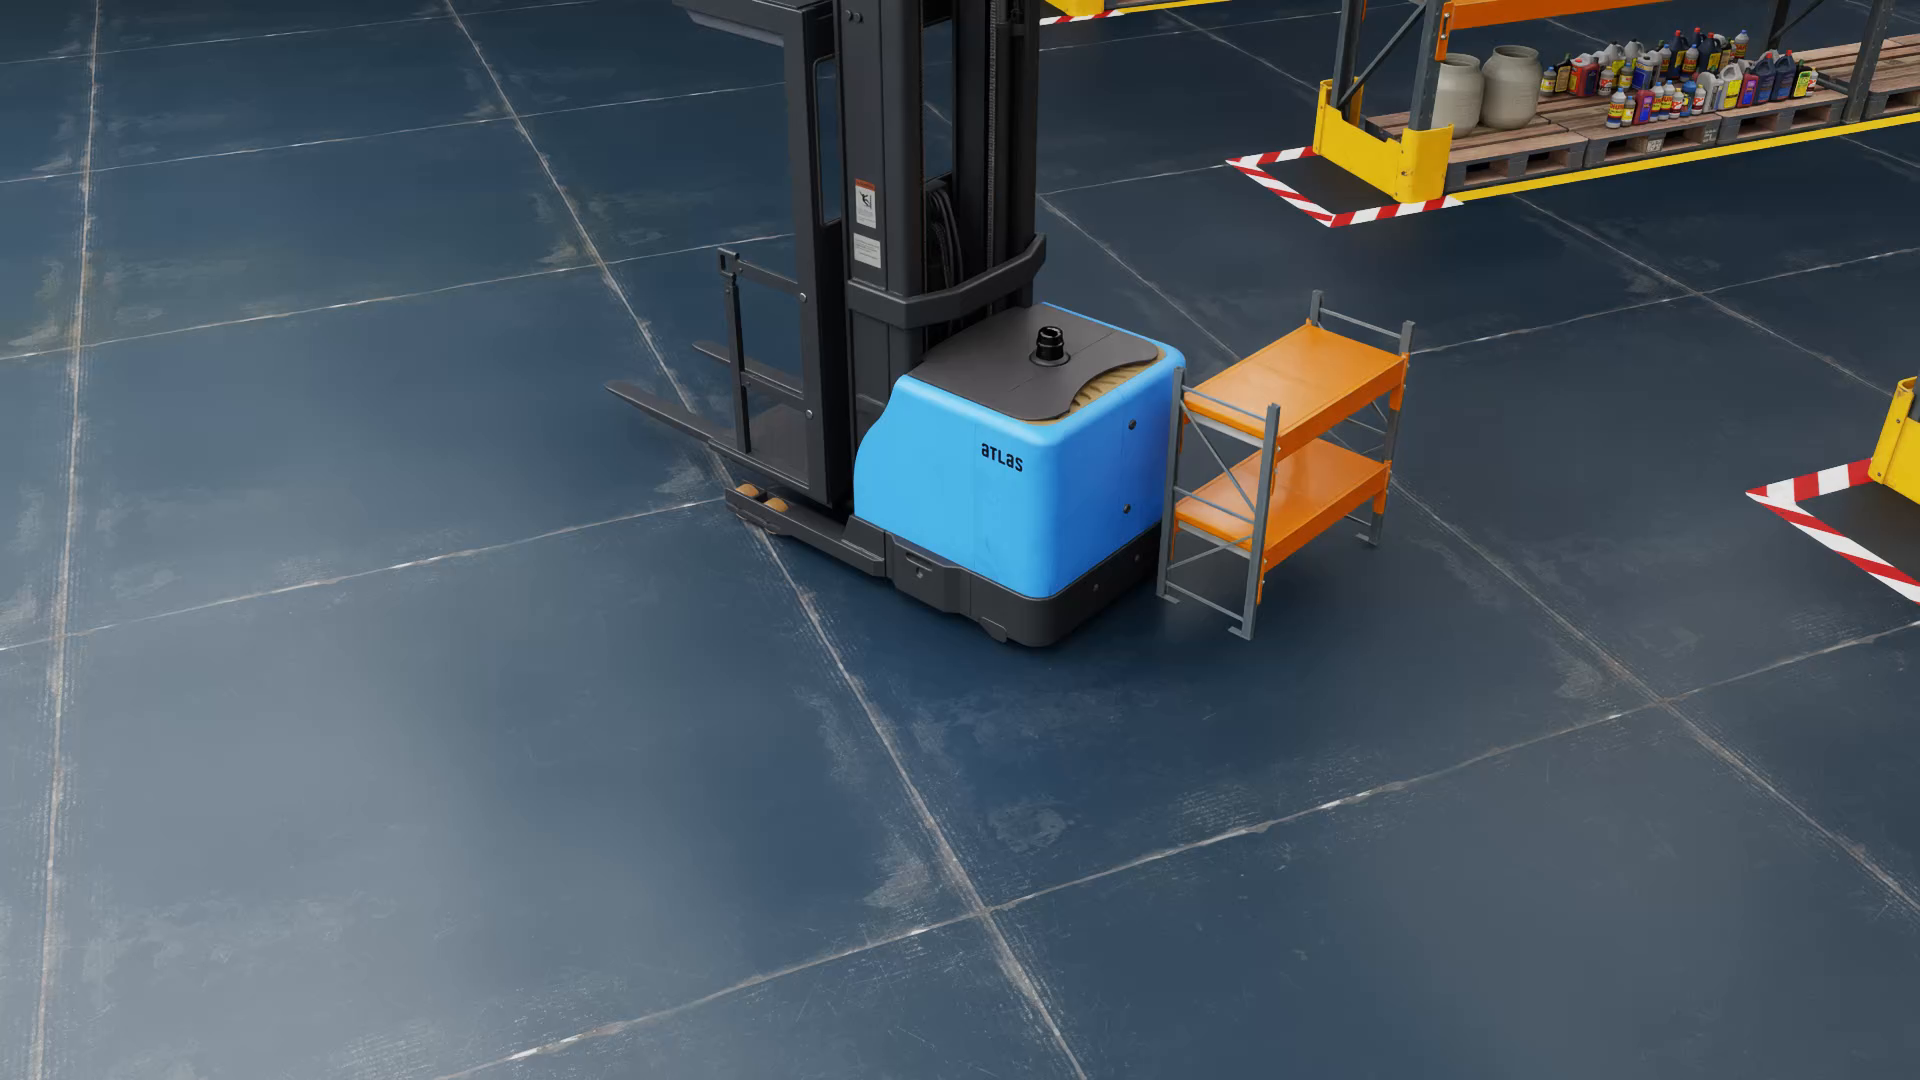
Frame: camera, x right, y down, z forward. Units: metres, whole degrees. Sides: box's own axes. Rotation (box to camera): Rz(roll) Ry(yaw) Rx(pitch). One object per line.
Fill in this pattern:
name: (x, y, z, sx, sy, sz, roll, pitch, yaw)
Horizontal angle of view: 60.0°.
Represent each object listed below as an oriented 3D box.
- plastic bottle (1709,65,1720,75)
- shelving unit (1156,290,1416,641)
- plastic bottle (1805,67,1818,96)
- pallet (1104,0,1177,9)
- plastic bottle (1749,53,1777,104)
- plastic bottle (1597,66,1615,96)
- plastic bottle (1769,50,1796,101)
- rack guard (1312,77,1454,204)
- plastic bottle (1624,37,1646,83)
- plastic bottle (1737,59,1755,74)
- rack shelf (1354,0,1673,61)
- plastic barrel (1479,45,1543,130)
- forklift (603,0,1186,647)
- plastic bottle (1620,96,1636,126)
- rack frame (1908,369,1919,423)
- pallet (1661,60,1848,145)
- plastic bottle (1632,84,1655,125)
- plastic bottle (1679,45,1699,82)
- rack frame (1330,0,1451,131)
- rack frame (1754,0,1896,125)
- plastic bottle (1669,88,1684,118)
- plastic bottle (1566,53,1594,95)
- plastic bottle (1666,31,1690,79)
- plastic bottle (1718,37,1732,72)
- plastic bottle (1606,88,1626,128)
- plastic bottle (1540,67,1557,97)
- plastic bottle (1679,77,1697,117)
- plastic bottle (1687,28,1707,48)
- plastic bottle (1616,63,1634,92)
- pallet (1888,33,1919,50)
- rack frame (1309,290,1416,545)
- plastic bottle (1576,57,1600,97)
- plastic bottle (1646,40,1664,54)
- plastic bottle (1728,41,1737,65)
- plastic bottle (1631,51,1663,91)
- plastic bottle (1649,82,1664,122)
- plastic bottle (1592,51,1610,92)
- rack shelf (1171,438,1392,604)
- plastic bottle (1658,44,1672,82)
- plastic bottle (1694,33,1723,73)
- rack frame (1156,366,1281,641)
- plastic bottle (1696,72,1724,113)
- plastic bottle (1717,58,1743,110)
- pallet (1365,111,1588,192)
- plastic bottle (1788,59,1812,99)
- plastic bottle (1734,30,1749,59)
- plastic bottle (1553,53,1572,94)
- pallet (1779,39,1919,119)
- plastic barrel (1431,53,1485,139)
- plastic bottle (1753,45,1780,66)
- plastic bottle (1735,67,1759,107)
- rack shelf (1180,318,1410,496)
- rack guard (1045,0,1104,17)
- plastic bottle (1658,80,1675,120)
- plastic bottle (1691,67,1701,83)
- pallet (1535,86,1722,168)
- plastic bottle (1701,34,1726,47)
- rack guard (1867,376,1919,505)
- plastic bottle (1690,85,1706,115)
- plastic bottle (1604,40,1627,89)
plastic bottle: (5.546, -3.358, 12.247, 0.133, 0.283, 0.061, -13, 35, -19)
shelving unit: (1.410, -0.343, 7.245, 0.538, 1.125, 1.048, 27, 42, 35)
plastic bottle: (6.353, -3.434, 12.439, 0.097, 0.201, 0.097, 0, 33, 0)
pallet: (1.653, -5.316, 15.727, 1.213, 0.211, 1.003, -13, 35, -19)
plastic bottle: (5.908, -3.408, 12.263, 0.185, 0.351, 0.144, -15, 36, -21)
plastic bottle: (4.839, -3.441, 12.450, 0.097, 0.201, 0.097, 0, 33, 0)
plastic bottle: (6.085, -3.449, 12.325, 0.185, 0.351, 0.144, -14, 36, -20)
rack guard: (2.931, -2.803, 11.599, 0.348, 0.500, 1.175, -13, 35, -19)
plastic bottle: (5.096, -3.638, 12.617, 0.185, 0.351, 0.144, -13, 35, -19)
plastic bottle: (5.827, -3.446, 12.390, 0.135, 0.276, 0.152, -13, 35, -19)
rack shelf: (4.723, -3.932, 11.702, 4.000, 0.370, 1.077, -13, 35, -19)
plastic barrel: (3.918, -3.227, 11.856, 0.421, 0.512, 0.421, 0, 33, 0)
forklift: (-0.478, -1.451, 7.293, 3.031, 2.935, 1.130, 25, 41, 33)
plastic bottle: (4.766, -3.070, 11.881, 0.097, 0.201, 0.097, 0, 33, 0)
rack frame: (4.796, -1.320, 7.029, 0.127, 3.000, 1.000, -13, 35, -19)
pallet: (5.931, -3.366, 12.729, 1.213, 0.211, 1.003, -13, 35, -19)
plastic bottle: (4.887, -3.121, 11.884, 0.133, 0.283, 0.061, -12, 35, -18)
plastic bottle: (5.575, -3.643, 12.697, 0.097, 0.271, 0.097, 0, 33, 0)
rack frame: (2.879, -3.811, 10.857, 0.127, 3.000, 1.000, -13, 35, -19)
rack frame: (6.567, -4.655, 12.155, 0.127, 3.000, 1.000, -13, 35, -19)
plastic bottle: (5.171, -3.163, 12.023, 0.097, 0.201, 0.097, 0, 33, 0)
plastic bottle: (4.645, -3.501, 12.475, 0.135, 0.276, 0.152, -13, 35, -19)
plastic bottle: (5.488, -3.728, 12.755, 0.185, 0.351, 0.144, -14, 36, -21)
plastic bottle: (5.858, -3.719, 12.803, 0.133, 0.283, 0.061, -13, 35, -19)
plastic bottle: (4.671, -3.078, 11.828, 0.097, 0.271, 0.097, 0, 33, 0)
plastic bottle: (4.402, -3.431, 12.435, 0.097, 0.201, 0.097, 0, 33, 0)
plastic bottle: (5.266, -3.214, 12.038, 0.097, 0.271, 0.097, 0, 33, 0)
plastic bottle: (5.662, -3.768, 12.816, 0.185, 0.351, 0.144, -12, 35, -18)
plastic bottle: (5.012, -3.485, 12.518, 0.097, 0.201, 0.097, 0, 33, 0)
pallet: (8.402, -3.932, 13.599, 1.213, 0.211, 1.003, -13, 35, -19)
rack frame: (1.758, -0.545, 7.556, 0.500, 1.125, 0.032, 27, 42, 35)
plastic bottle: (4.687, -3.451, 12.391, 0.133, 0.283, 0.061, -13, 35, -19)
plastic bottle: (5.320, -3.686, 12.752, 0.133, 0.283, 0.061, -11, 35, -17)
plastic bottle: (6.010, -3.799, 13.000, 0.097, 0.201, 0.097, 0, 33, 0)
plastic bottle: (5.176, -3.538, 12.531, 0.135, 0.276, 0.152, -13, 35, -19)
plastic bottle: (4.987, -3.150, 11.939, 0.097, 0.271, 0.097, 0, 33, 0)
plastic bottle: (4.773, -3.531, 12.520, 0.135, 0.276, 0.152, -14, 36, -20)
rack shelf: (1.410, -0.138, 7.378, 0.538, 0.278, 1.000, 27, 42, 35)
plastic bottle: (5.367, -3.645, 12.700, 0.097, 0.271, 0.097, 0, 33, 0)
plastic bottle: (5.718, -3.695, 12.704, 0.185, 0.351, 0.144, -13, 35, -19)
rack frame: (1.062, -0.141, 6.935, 0.500, 1.125, 0.032, 27, 42, 35)
plastic bottle: (5.458, -3.276, 12.129, 0.135, 0.276, 0.152, -12, 35, -18)
plastic bottle: (5.610, -3.340, 12.158, 0.185, 0.351, 0.144, -13, 35, -19)
pallet: (3.682, -2.851, 11.938, 1.213, 0.211, 1.003, -13, 35, -19)
plastic bottle: (6.251, -3.434, 12.364, 0.133, 0.283, 0.061, -11, 35, -17)
plastic bottle: (6.103, -3.849, 13.014, 0.097, 0.271, 0.097, 0, 33, 0)
plastic bottle: (4.503, -3.499, 12.464, 0.133, 0.283, 0.061, -12, 35, -18)
pallet: (7.276, -3.672, 13.200, 1.213, 0.211, 1.003, -13, 35, -19)
plastic barrel: (3.456, -3.122, 11.693, 0.421, 0.512, 0.421, 0, 33, 0)
plastic bottle: (6.029, -3.521, 12.437, 0.185, 0.351, 0.144, -13, 35, -19)
plastic bottle: (5.774, -3.325, 12.196, 0.133, 0.283, 0.061, -11, 35, -16)
rack shelf: (1.410, -0.588, 7.085, 0.538, 0.278, 1.000, 27, 42, 35)
rack guard: (0.942, -5.250, 15.360, 0.348, 0.500, 1.175, -13, 35, -19)
plastic bottle: (5.079, -3.171, 11.972, 0.097, 0.271, 0.097, 0, 33, 0)
plastic bottle: (5.417, -3.333, 12.209, 0.133, 0.283, 0.061, -13, 35, -19)
pallet: (4.805, -3.106, 12.330, 1.213, 0.211, 1.003, -13, 35, -19)
plastic bottle: (5.816, -3.769, 12.887, 0.135, 0.276, 0.152, -12, 35, -17)
rack guard: (4.866, -0.289, 7.735, 0.348, 0.500, 1.175, -13, 35, -19)
plastic bottle: (5.360, -3.206, 12.090, 0.097, 0.201, 0.097, 0, 33, 0)
plastic bottle: (4.924, -3.599, 12.556, 0.185, 0.351, 0.144, -11, 35, -17)
